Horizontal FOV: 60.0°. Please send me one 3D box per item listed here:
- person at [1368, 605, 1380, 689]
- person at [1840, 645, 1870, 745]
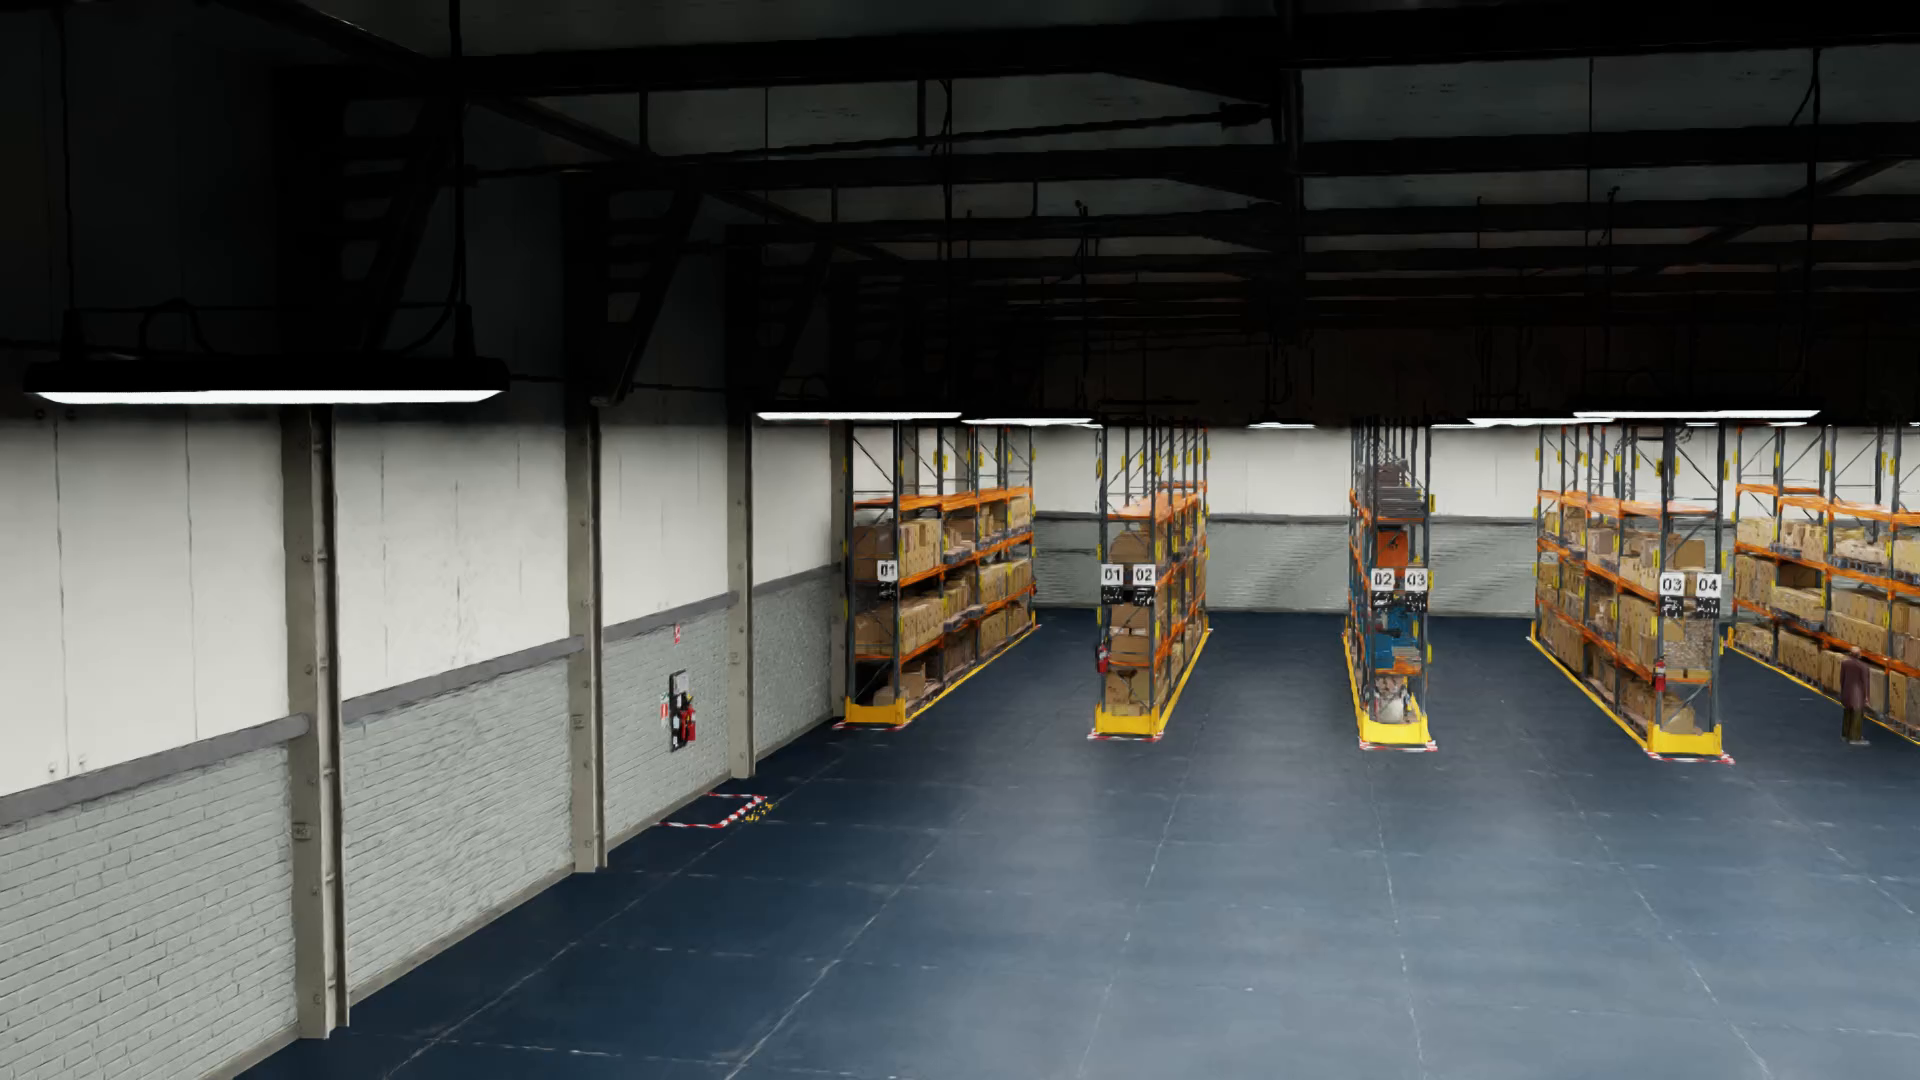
[{"bbox_3d":[8.722,2.253,35.264,0.388,1.787,0.644,1,4,21],"label":"person"},{"bbox_3d":[16.304,2.802,30.235,0.514,1.785,0.638,-1,4,-19],"label":"person"}]
